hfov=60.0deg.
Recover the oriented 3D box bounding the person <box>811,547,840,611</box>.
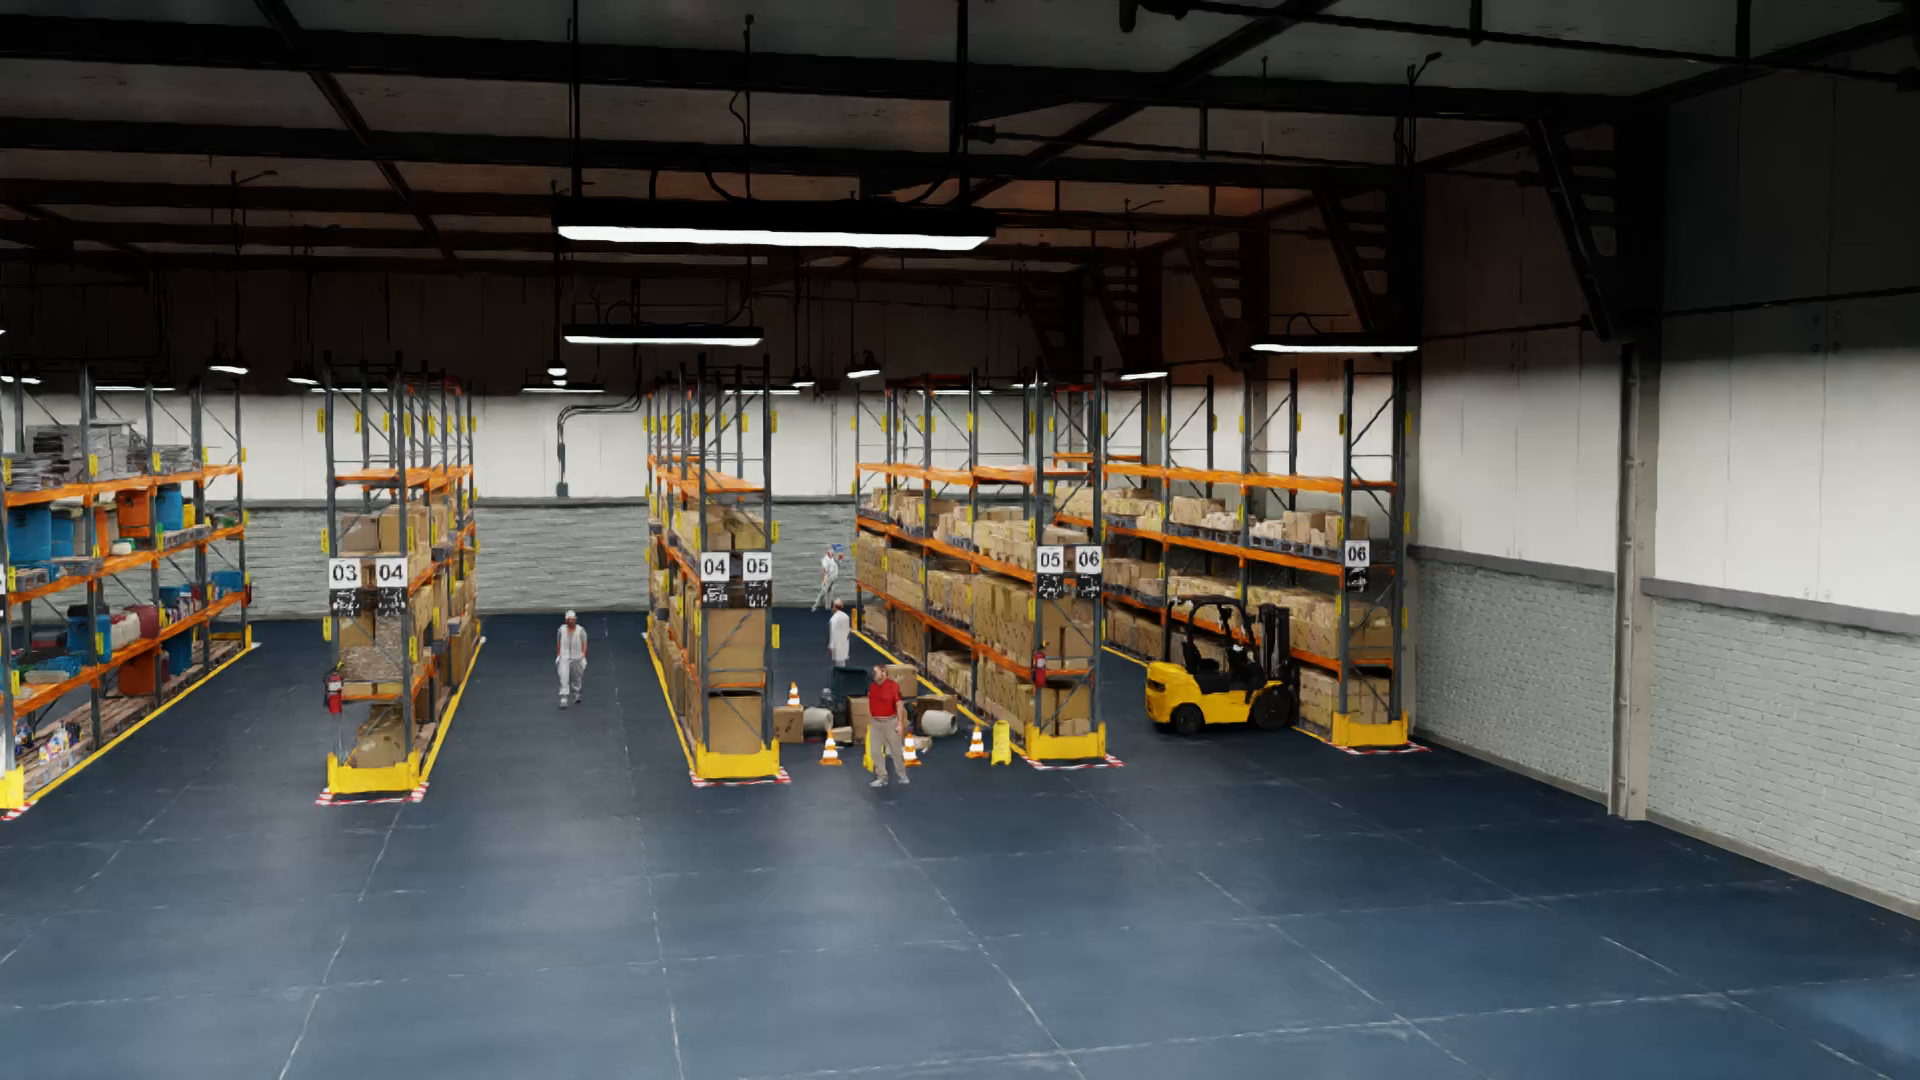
[{"bbox_3d":[-3.610,1.044,44.420,0.554,1.742,0.737,3,5,35],"label":"person"}]

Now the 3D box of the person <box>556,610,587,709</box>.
[{"bbox_3d":[-6.862,2.085,29.373,0.556,1.704,1.120,-1,4,-11],"label":"person"}]

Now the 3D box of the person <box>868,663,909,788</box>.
[{"bbox_3d":[-1.004,2.550,23.053,0.569,1.710,0.588,2,5,28],"label":"person"}]

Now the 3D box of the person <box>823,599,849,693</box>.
[{"bbox_3d":[-2.267,1.970,30.572,0.629,1.773,0.678,1,4,16],"label":"person"}]
